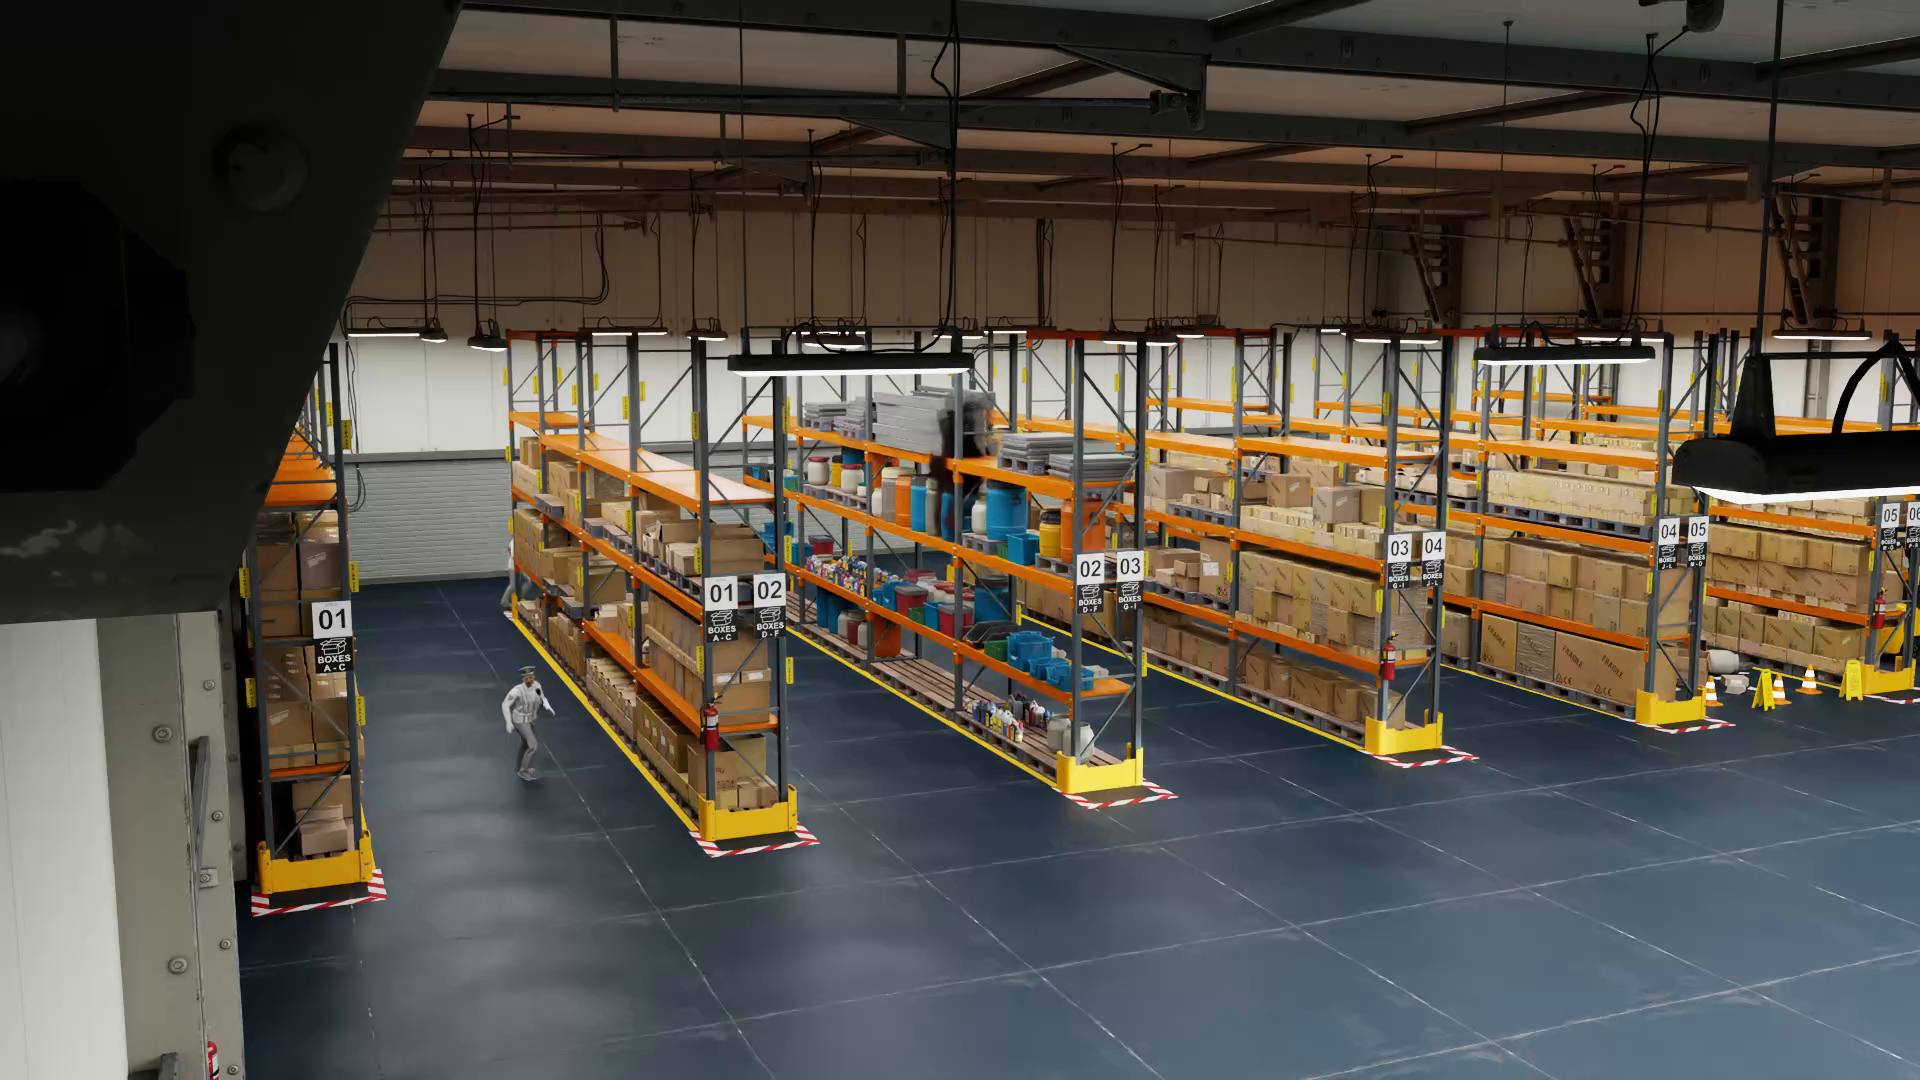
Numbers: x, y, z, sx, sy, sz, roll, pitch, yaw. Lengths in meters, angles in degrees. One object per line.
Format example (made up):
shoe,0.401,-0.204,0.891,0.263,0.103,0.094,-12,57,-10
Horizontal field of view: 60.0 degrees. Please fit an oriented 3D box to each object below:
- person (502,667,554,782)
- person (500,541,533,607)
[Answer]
person,-5.862,2.498,22.675,0.764,1.635,0.597,3,8,20
person,-9.512,0.628,35.744,0.783,1.828,0.650,-1,8,-5
